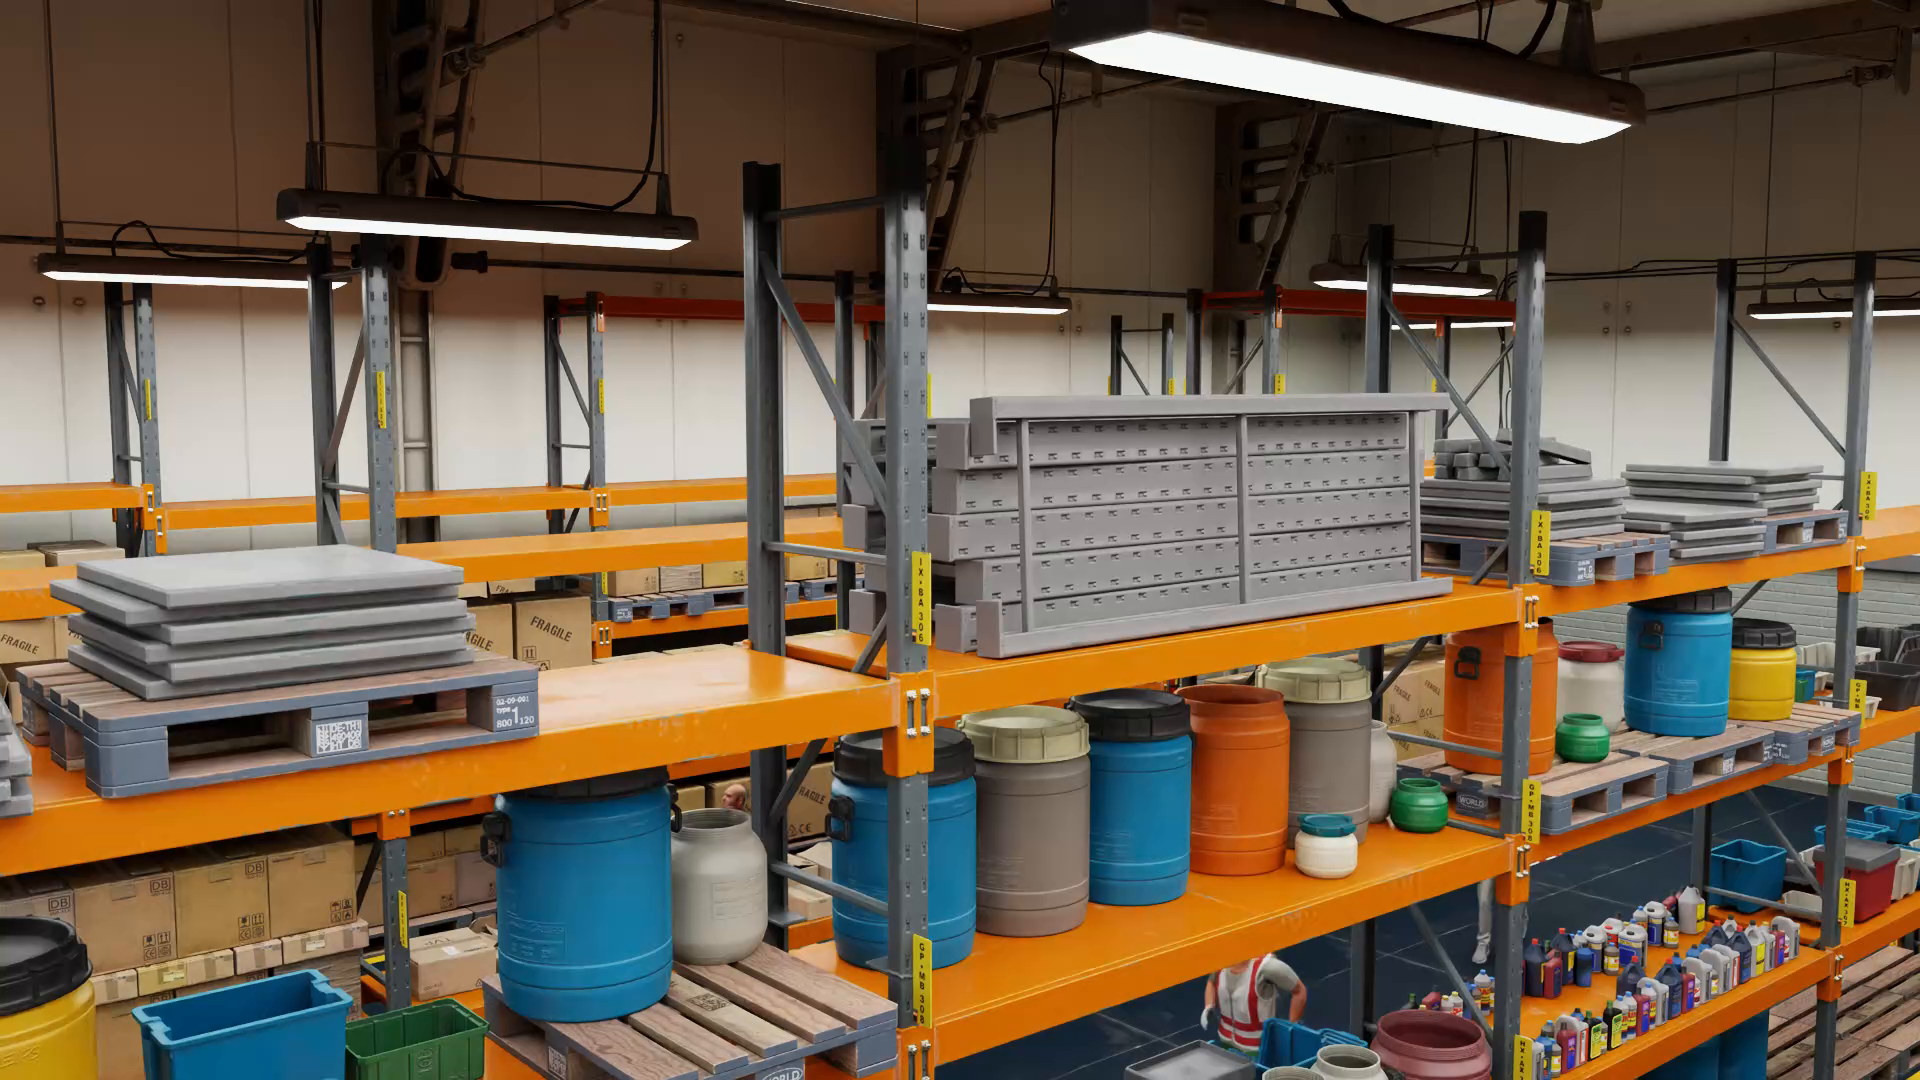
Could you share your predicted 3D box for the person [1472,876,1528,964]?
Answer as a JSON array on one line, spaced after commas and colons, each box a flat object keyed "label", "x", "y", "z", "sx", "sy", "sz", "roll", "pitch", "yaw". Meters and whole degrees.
[{"label": "person", "x": 4.849, "y": 2.866, "z": 14.903, "sx": 0.608, "sy": 1.679, "sz": 0.942, "roll": 5, "pitch": 7, "yaw": 40}]

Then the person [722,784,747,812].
[{"label": "person", "x": -2.007, "y": 2.939, "z": 14.318, "sx": 0.617, "sy": 1.677, "sz": 0.647, "roll": -5, "pitch": 7, "yaw": -42}]

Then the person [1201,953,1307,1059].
[{"label": "person", "x": 1.854, "y": 3.245, "z": 10.733, "sx": 1.016, "sy": 1.776, "sz": 0.685, "roll": -5, "pitch": 7, "yaw": -40}]
